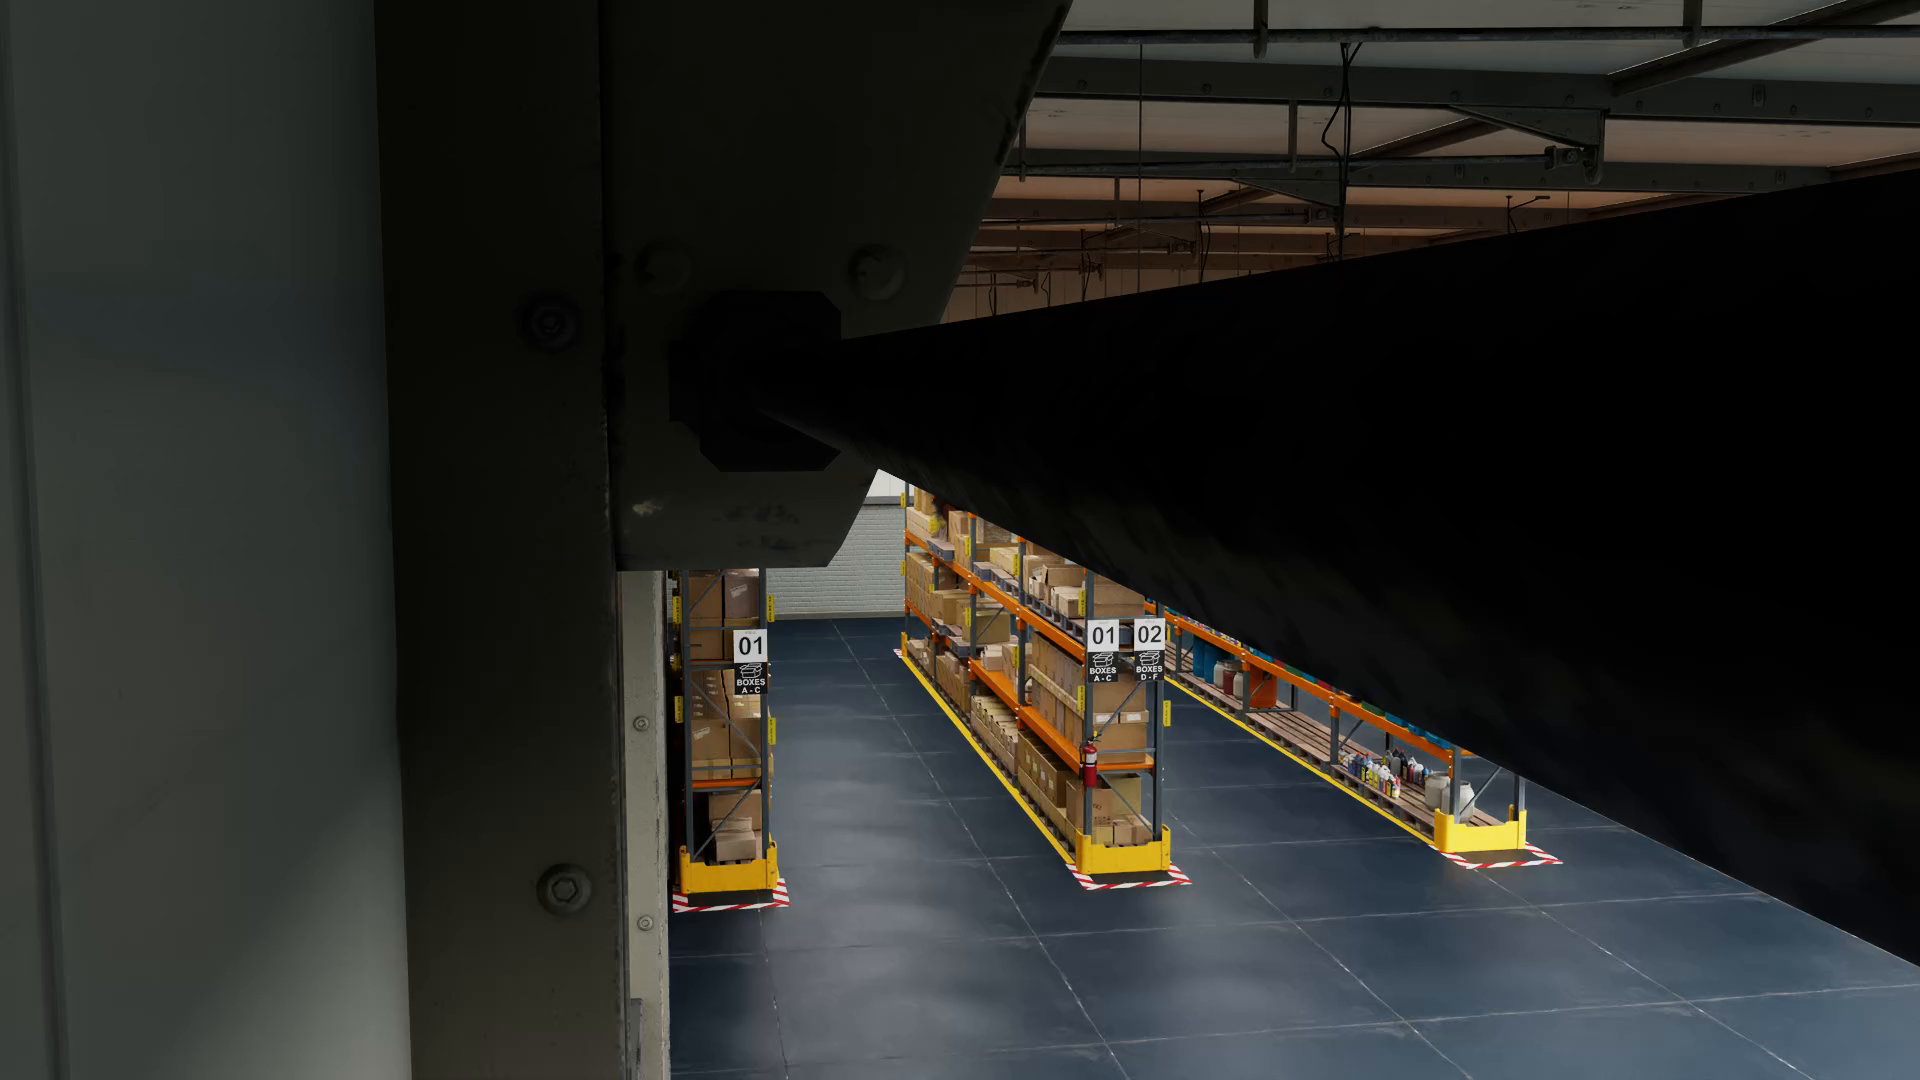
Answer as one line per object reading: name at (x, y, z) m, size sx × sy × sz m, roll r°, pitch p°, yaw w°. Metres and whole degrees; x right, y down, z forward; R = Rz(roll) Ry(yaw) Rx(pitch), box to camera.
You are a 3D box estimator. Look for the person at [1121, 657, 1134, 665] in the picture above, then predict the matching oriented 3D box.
person at (2.996, 2.351, 29.728) m, size 0.598 × 1.824 × 0.880 m, roll -2°, pitch 6°, yaw -19°
